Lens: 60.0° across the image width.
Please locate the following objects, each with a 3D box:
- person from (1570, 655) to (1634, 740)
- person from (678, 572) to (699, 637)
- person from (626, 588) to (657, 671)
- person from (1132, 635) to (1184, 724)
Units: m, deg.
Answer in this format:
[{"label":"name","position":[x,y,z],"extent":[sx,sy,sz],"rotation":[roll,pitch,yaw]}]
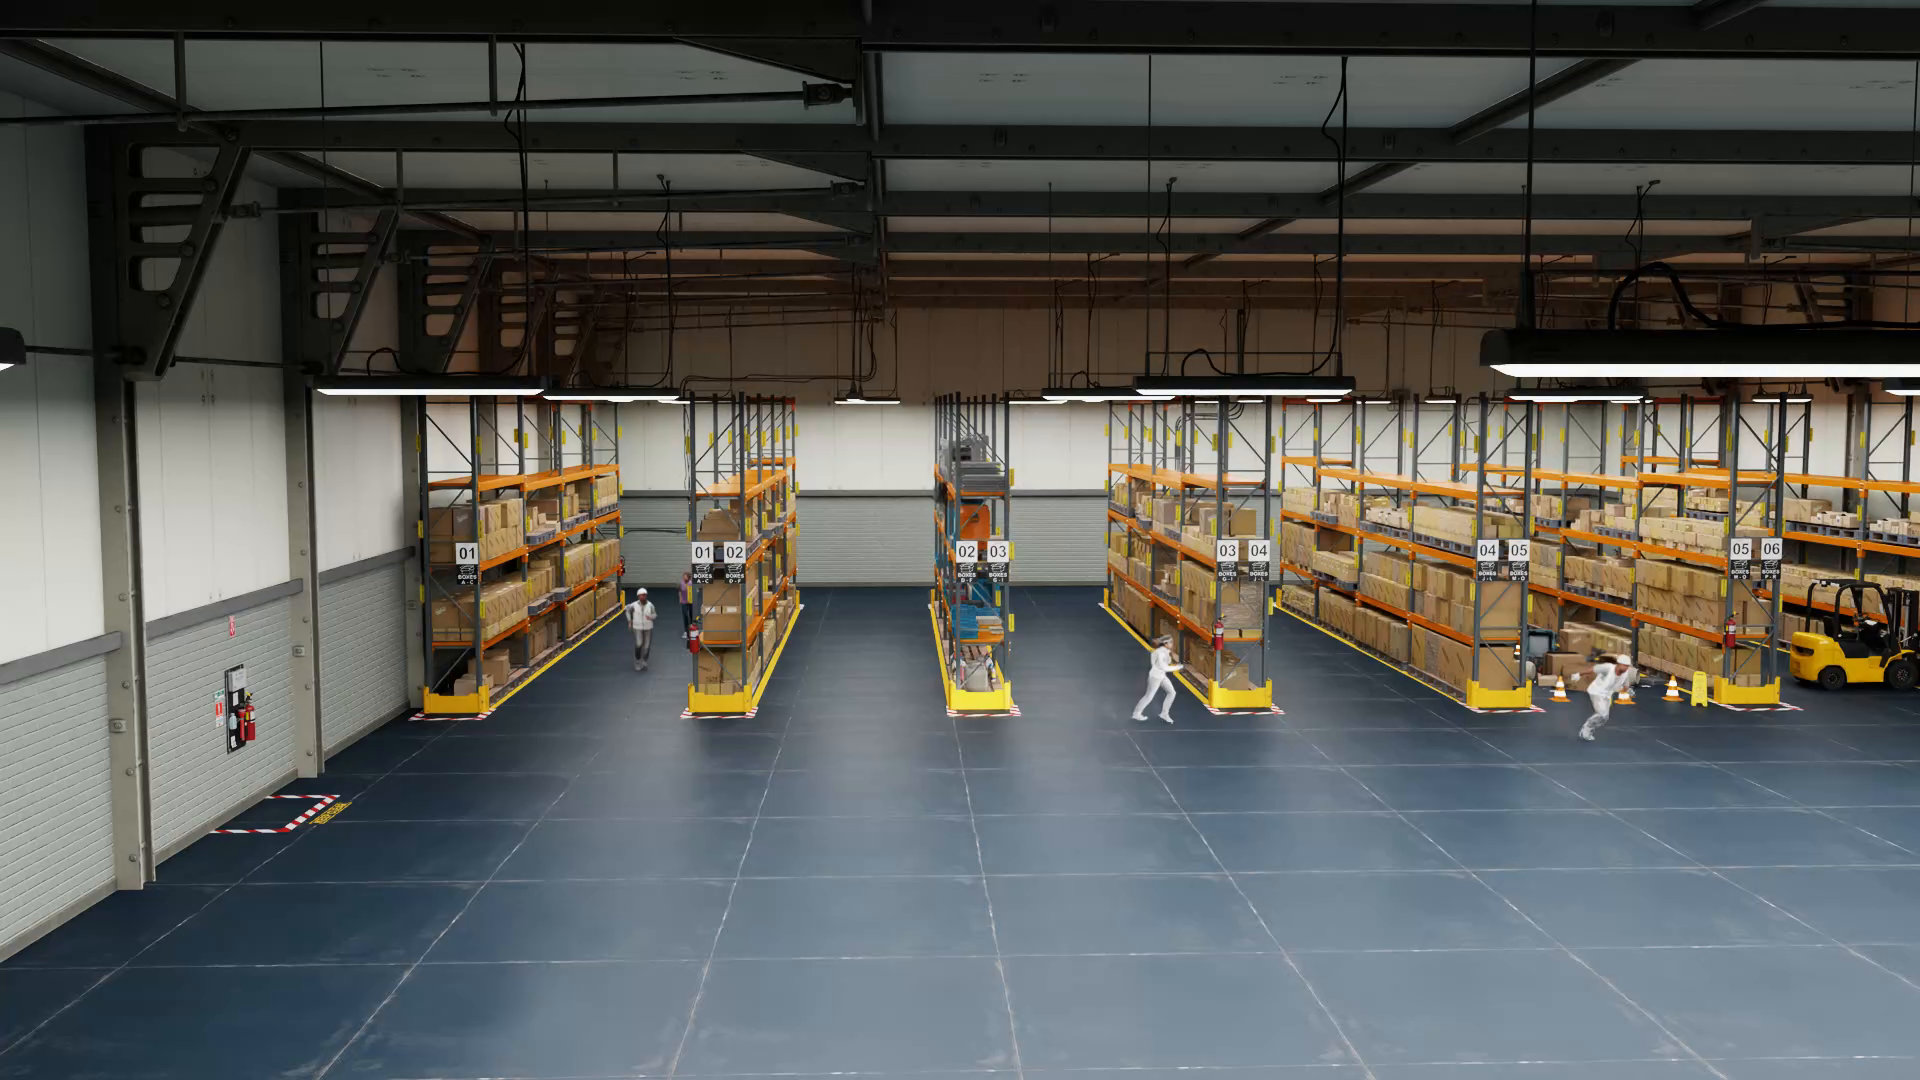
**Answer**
[{"label":"person","position":[10.994,2.679,28.283],"extent":[0.665,1.532,1.032],"rotation":[-2,5,-27]},{"label":"person","position":[-6.787,1.610,41.637],"extent":[0.541,1.584,0.733],"rotation":[0,5,3]},{"label":"person","position":[-6.911,1.950,36.142],"extent":[0.643,1.799,0.720],"rotation":[-1,5,-17]},{"label":"person","position":[3.583,2.508,30.007],"extent":[0.946,1.650,0.600],"rotation":[2,5,21]}]
